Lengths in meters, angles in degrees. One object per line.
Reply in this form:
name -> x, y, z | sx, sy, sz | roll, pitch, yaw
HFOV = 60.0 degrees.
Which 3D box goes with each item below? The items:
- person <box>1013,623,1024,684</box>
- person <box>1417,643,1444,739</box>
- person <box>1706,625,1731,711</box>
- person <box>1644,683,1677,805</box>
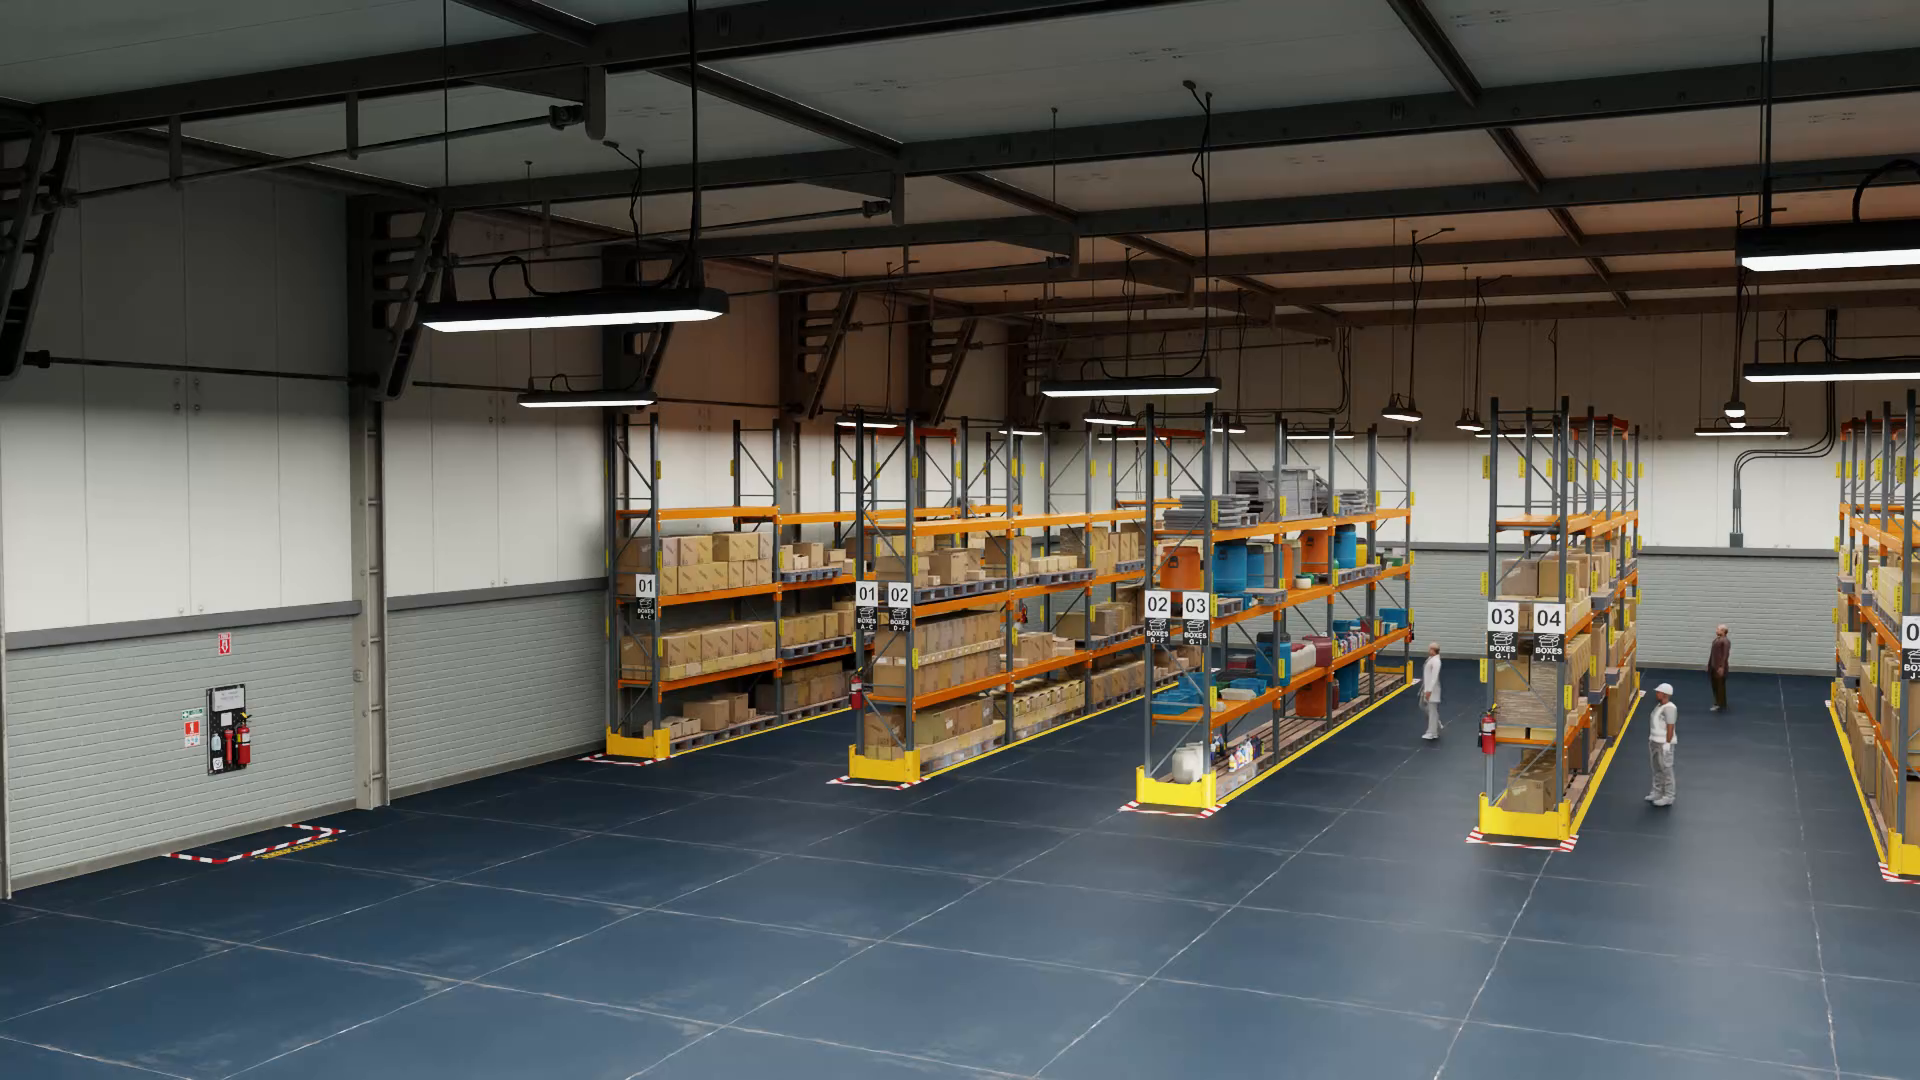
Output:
person -> 1.242, 2.634, 36.049 | 0.481, 1.676, 0.476 | -1, 3, -31
person -> 8.826, 2.804, 31.076 | 0.505, 1.786, 0.659 | 0, 2, 0
person -> 15.847, 2.663, 34.741 | 0.574, 1.792, 0.589 | -1, 3, -17
person -> 10.538, 3.046, 24.978 | 0.413, 1.791, 0.601 | 0, 2, -7
